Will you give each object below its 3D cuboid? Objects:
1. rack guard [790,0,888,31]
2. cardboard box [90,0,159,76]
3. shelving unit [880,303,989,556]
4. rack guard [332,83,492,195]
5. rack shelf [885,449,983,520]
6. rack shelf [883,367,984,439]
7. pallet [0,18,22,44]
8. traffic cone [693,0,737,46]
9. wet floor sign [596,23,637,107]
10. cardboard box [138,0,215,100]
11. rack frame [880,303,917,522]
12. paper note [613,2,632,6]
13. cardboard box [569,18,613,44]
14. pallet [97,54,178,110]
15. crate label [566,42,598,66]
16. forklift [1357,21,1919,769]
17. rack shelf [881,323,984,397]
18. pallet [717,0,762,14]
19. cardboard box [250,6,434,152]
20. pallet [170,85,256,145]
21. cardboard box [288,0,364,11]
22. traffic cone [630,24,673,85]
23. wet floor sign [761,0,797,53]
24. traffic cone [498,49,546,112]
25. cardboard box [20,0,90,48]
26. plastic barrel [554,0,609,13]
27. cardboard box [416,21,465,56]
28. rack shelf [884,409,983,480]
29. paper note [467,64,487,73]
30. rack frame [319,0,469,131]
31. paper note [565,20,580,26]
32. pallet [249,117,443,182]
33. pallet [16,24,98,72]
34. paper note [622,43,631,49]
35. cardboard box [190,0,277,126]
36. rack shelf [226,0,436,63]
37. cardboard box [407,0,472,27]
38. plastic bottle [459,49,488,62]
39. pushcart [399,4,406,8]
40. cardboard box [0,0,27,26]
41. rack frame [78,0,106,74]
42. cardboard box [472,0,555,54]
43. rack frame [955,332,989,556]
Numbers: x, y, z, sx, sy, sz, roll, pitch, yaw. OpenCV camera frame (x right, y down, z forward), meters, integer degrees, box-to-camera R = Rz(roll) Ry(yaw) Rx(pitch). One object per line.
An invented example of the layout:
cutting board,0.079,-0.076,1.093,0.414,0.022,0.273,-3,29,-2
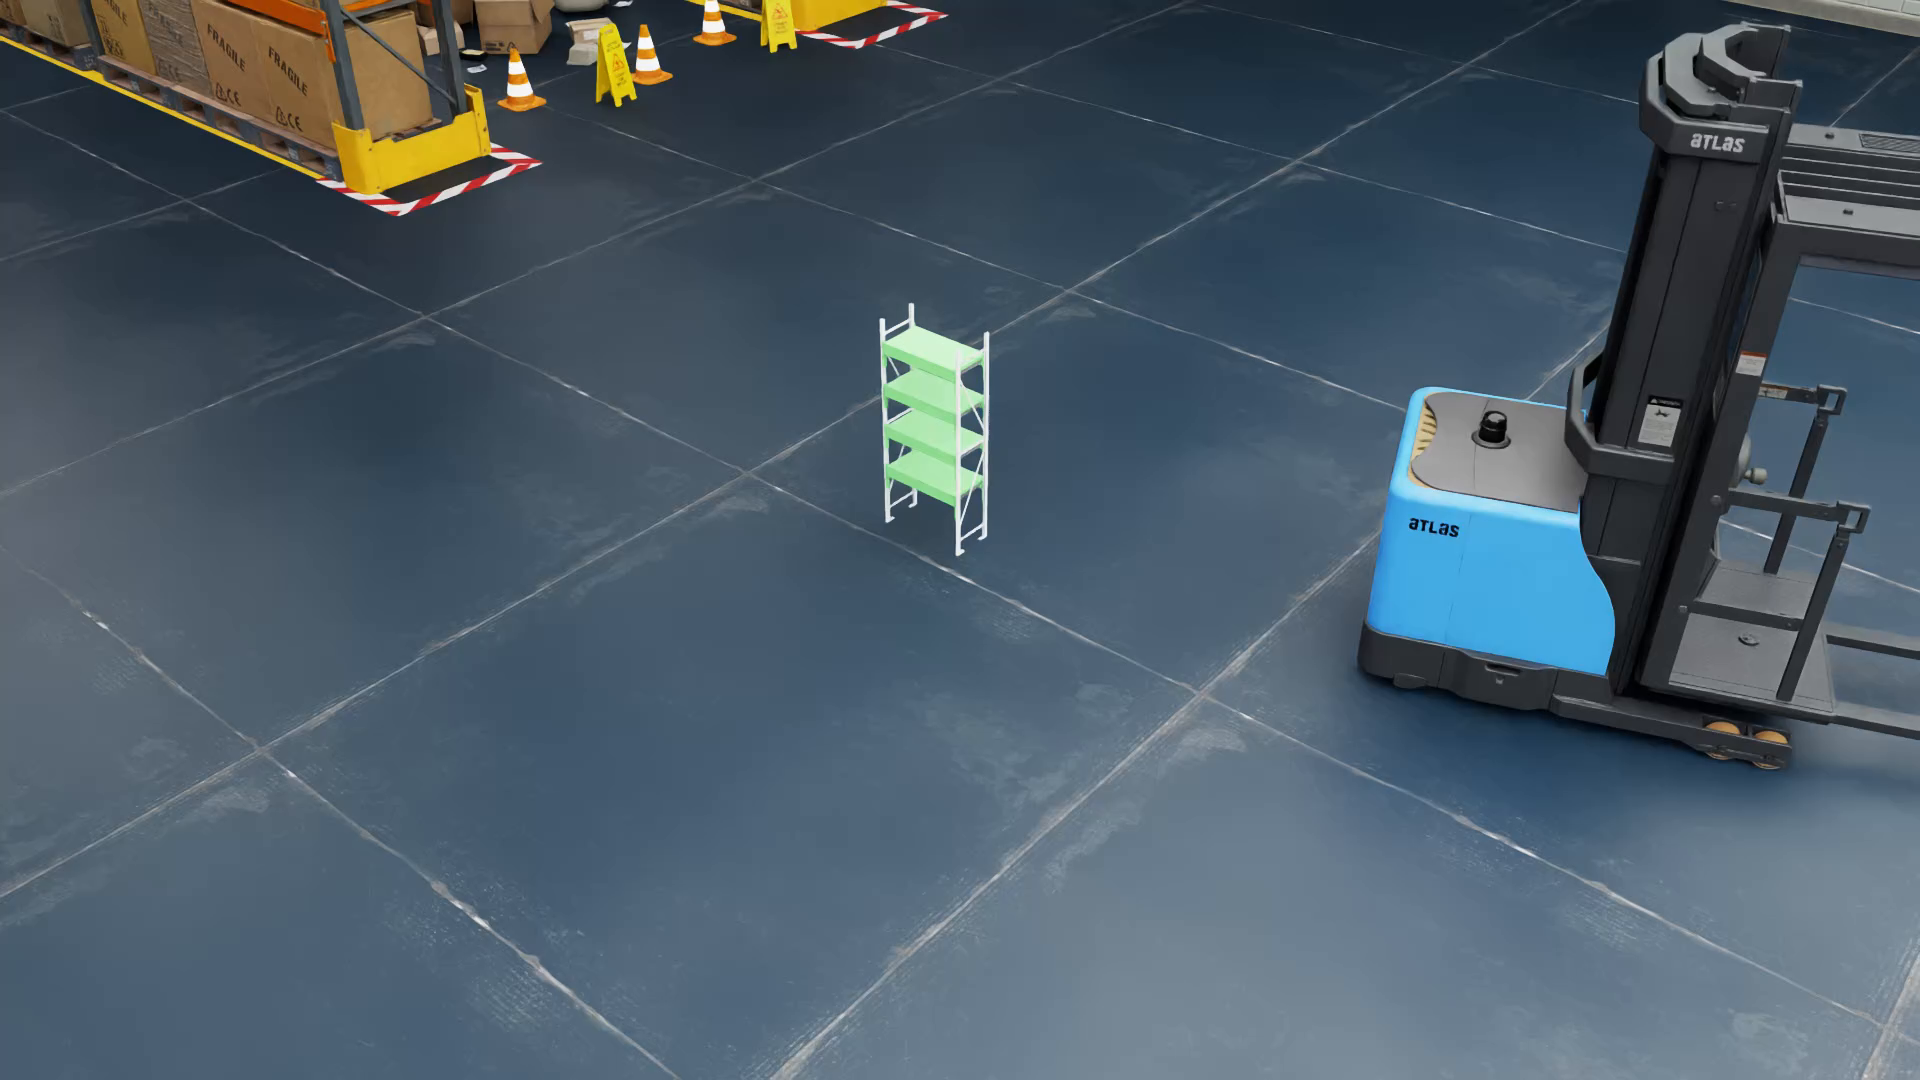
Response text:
rack guard,-1.198,-5.333,16.074,0.348,0.500,1.175,25,42,32
cardboard box,-6.865,-4.634,14.354,0.875,0.875,0.875,26,42,32
shelving unit,-0.127,-0.555,8.498,0.503,1.200,0.258,25,42,32
rack guard,-4.211,-3.107,12.832,0.348,0.500,1.175,25,42,32
rack shelf,-0.127,-0.304,8.670,0.480,0.148,0.258,25,42,32
rack shelf,-0.127,-0.700,8.398,0.480,0.148,0.258,25,42,32
pallet,-8.887,-5.134,16.039,1.213,0.211,1.003,25,42,32
traffic cone,-2.296,-4.885,15.454,0.334,0.463,0.336,25,42,32
wet floor sign,-2.940,-4.026,14.043,0.232,0.644,0.267,18,38,24
cardboard box,-6.170,-4.309,13.880,0.875,0.875,0.875,26,42,32
rack frame,-0.315,-0.643,8.626,0.015,1.200,0.240,25,42,32
paper note,-3.334,-5.311,16.456,0.148,0.019,0.142,12,36,16
cardboard box,-3.439,-4.757,15.545,0.380,0.149,0.250,-12,36,-17
pallet,-6.769,-4.136,14.586,1.213,0.211,1.003,25,42,32
crate label,-3.389,-4.402,15.039,0.298,0.136,0.250,6,35,8
forklift,3.436,-0.544,6.953,3.031,2.935,1.130,11,36,15
rack shelf,-0.127,-0.898,8.262,0.480,0.148,0.258,25,42,32
pallet,-1.800,-5.524,16.607,1.213,0.211,1.003,25,42,32
cardboard box,-4.793,-3.660,12.936,0.875,0.875,0.875,26,42,32
pallet,-5.827,-3.694,13.942,1.213,0.211,1.003,25,42,32
cardboard box,-4.544,-4.322,12.262,0.550,0.550,0.875,25,42,32
traffic cone,-2.745,-4.279,14.572,0.334,0.463,0.336,25,42,32
wet floor sign,-1.679,-4.831,15.215,0.267,0.644,0.232,-18,38,-25
traffic cone,-3.729,-3.910,14.035,0.334,0.463,0.336,25,42,32
cardboard box,-7.838,-5.026,15.035,0.750,0.750,1.050,25,42,32
plastic barrel,-3.696,-5.364,16.186,0.512,0.421,0.421,-6,35,-8
cardboard box,-4.804,-4.646,15.281,0.396,0.266,0.258,-26,42,-32
rack shelf,-0.127,-0.502,8.534,0.480,0.148,0.258,25,42,32
paper note,-4.316,-4.213,14.859,0.144,0.017,0.142,-18,38,-25
rack frame,-4.229,-4.146,12.137,0.127,3.000,1.000,25,42,32
paper note,-3.697,-4.957,15.951,0.148,0.019,0.142,-18,38,-25
pallet,-4.894,-3.252,13.299,1.213,0.211,1.003,25,42,32
pallet,-7.945,-4.692,15.396,1.213,0.211,1.003,25,42,32
paper note,-3.140,-4.589,15.405,0.142,0.019,0.148,12,36,16
cardboard box,-5.470,-3.978,13.398,0.875,0.875,0.875,25,41,31
rack shelf,-5.766,-4.574,13.396,4.000,0.370,1.077,25,42,32
cardboard box,-4.834,-5.233,15.805,0.503,0.637,0.797,25,42,32
plastic bottle,-4.448,-4.409,15.116,0.283,0.061,0.133,12,36,16
pushcart,-5.634,-5.694,16.708,0.936,0.377,1.648,12,36,16
cardboard box,-8.577,-5.377,15.547,0.750,0.750,1.050,25,42,32
rack frame,-7.303,-5.595,14.247,0.127,3.000,1.000,25,42,32
cardboard box,-4.110,-4.842,15.356,0.637,0.503,0.797,0,34,0
rack frame,0.060,-0.466,8.369,0.015,1.200,0.240,25,42,32
